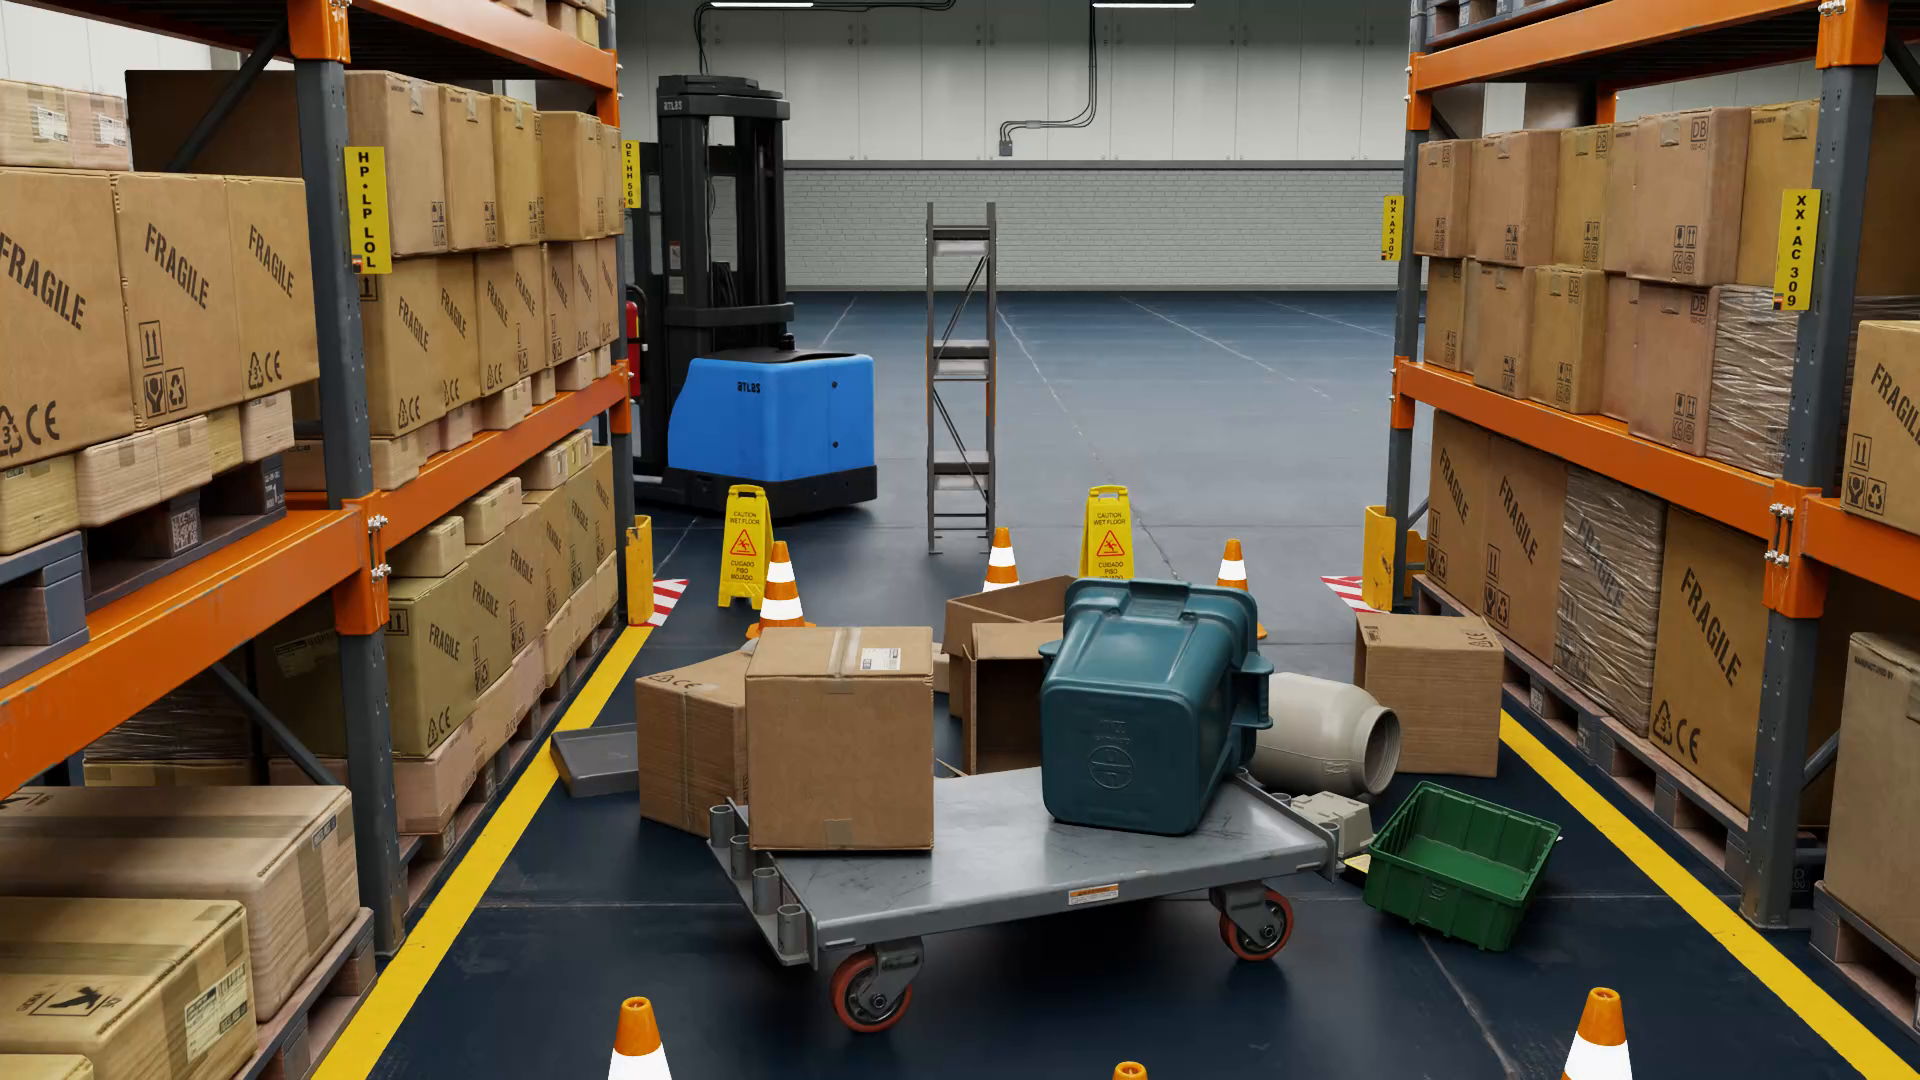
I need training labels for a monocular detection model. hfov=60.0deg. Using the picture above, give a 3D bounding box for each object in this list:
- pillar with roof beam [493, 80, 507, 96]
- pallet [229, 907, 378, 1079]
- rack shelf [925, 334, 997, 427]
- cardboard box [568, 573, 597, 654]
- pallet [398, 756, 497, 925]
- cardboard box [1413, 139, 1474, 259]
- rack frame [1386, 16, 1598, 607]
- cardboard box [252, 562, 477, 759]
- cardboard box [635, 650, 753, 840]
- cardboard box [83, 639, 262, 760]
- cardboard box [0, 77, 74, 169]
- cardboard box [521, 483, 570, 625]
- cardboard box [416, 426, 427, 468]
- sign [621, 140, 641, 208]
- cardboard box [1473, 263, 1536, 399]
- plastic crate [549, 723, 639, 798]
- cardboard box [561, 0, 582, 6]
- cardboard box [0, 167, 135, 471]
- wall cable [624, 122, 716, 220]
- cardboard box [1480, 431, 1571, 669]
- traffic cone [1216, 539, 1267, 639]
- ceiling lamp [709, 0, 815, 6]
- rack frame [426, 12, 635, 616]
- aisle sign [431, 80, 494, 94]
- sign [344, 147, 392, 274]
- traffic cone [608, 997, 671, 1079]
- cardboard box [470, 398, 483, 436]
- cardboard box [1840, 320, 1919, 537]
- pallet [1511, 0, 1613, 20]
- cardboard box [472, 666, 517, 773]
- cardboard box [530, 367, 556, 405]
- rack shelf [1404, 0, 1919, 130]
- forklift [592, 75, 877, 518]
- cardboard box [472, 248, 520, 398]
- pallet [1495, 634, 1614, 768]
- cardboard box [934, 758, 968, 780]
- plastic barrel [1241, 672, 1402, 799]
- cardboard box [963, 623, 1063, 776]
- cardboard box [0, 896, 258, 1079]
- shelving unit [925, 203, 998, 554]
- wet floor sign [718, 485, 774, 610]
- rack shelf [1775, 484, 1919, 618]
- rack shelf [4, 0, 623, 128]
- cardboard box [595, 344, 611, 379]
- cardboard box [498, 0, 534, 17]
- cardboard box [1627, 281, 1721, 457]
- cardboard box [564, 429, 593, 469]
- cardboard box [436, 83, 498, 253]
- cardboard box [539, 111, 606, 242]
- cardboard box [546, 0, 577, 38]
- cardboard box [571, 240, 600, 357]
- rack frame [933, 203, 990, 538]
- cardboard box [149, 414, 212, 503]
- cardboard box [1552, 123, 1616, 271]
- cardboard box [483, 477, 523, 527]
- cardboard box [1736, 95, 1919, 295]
[{"bbox_3d":[-4.229,-8.653,30.577,9.100,9.000,0.400,0,11,-1],"label":"pillar with roof beam"},{"bbox_3d":[-2.087,1.229,3.970,1.003,0.211,1.213,0,11,-1],"label":"pallet"},{"bbox_3d":[0.003,-0.983,10.191,0.431,0.518,0.480,0,11,-1],"label":"rack shelf"},{"bbox_3d":[-1.899,0.317,7.312,0.500,0.250,0.500,0,11,-1],"label":"cardboard box"},{"bbox_3d":[-2.154,0.941,5.390,1.003,0.211,1.213,0,11,-1],"label":"pallet"},{"bbox_3d":[2.728,-1.657,8.087,0.875,0.550,0.550,0,11,-1],"label":"cardboard box"},{"bbox_3d":[2.759,-1.128,8.574,1.000,3.000,0.127,0,11,-1],"label":"rack frame"},{"bbox_3d":[-1.847,0.364,5.196,0.500,0.500,0.500,0,11,2],"label":"cardboard box"},{"bbox_3d":[-0.767,0.713,5.781,0.500,0.500,0.500,9,15,38],"label":"cardboard box"},{"bbox_3d":[-2.385,0.365,5.187,0.500,0.500,0.500,0,11,-2],"label":"cardboard box"},{"bbox_3d":[-1.813,-0.729,2.919,0.380,0.149,0.250,-1,11,-4],"label":"cardboard box"},{"bbox_3d":[-1.893,0.049,6.746,0.500,0.500,0.500,-1,11,-2],"label":"cardboard box"},{"bbox_3d":[-1.848,-0.283,5.042,0.380,0.149,0.250,0,11,0],"label":"cardboard box"},{"bbox_3d":[-1.632,-1.808,8.220,0.100,0.325,0.005,0,11,-1],"label":"sign"},{"bbox_3d":[2.732,-0.907,7.107,0.875,0.550,0.550,0,11,-1],"label":"cardboard box"},{"bbox_3d":[-1.317,0.823,6.301,0.402,0.080,0.583,-4,12,-21],"label":"plastic crate"},{"bbox_3d":[-1.912,-2.429,7.073,0.500,0.250,0.500,0,11,-2],"label":"cardboard box"},{"bbox_3d":[-1.850,-0.401,2.935,0.500,0.500,0.500,0,11,1],"label":"cardboard box"},{"bbox_3d":[-7.395,-8.897,39.590,3.097,2.526,0.112,0,11,-1],"label":"wall cable"},{"bbox_3d":[2.860,0.017,7.218,0.875,0.875,0.875,0,11,-2],"label":"cardboard box"},{"bbox_3d":[1.351,0.227,8.277,0.336,0.463,0.334,0,11,-1],"label":"traffic cone"},{"bbox_3d":[-3.828,-11.940,32.098,2.000,3.185,0.800,0,11,-1],"label":"ceiling lamp"},{"bbox_3d":[-2.187,-1.087,8.375,1.000,3.000,0.127,0,11,-1],"label":"rack frame"},{"bbox_3d":[-2.499,-2.372,8.171,0.394,0.787,0.004,0,11,-1],"label":"aisle sign"},{"bbox_3d":[-1.550,-0.863,4.355,0.100,0.325,0.005,0,11,-1],"label":"sign"},{"bbox_3d":[-0.679,1.192,3.521,0.336,0.463,0.334,0,11,-1],"label":"traffic cone"},{"bbox_3d":[-1.891,-0.438,5.805,0.380,0.149,0.250,0,11,-1],"label":"cardboard box"},{"bbox_3d":[2.584,-0.276,4.124,0.500,0.500,0.500,0,11,-1],"label":"cardboard box"},{"bbox_3d":[2.813,-2.164,6.360,1.003,0.211,1.213,0,11,-1],"label":"pallet"},{"bbox_3d":[-1.869,0.625,5.793,0.500,0.250,0.500,0,11,2],"label":"cardboard box"},{"bbox_3d":[-1.869,-0.637,6.786,0.380,0.149,0.250,0,11,-2],"label":"cardboard box"},{"bbox_3d":[2.801,-1.848,6.388,1.077,0.370,4.000,0,11,-1],"label":"rack shelf"},{"bbox_3d":[-2.037,-1.773,11.925,3.031,2.935,1.130,9,15,39],"label":"forklift"},{"bbox_3d":[-1.866,-0.775,5.836,0.500,0.500,0.500,0,11,-2],"label":"cardboard box"},{"bbox_3d":[2.876,0.639,6.877,1.003,0.211,1.213,0,11,-1],"label":"pallet"},{"bbox_3d":[0.024,0.877,5.569,0.258,0.266,0.396,-10,15,-40],"label":"cardboard box"},{"bbox_3d":[1.285,0.711,5.991,0.512,0.421,0.421,9,15,38],"label":"plastic barrel"},{"bbox_3d":[0.408,0.594,6.024,0.797,0.637,0.503,0,11,-1],"label":"cardboard box"},{"bbox_3d":[-2.073,1.037,3.457,0.950,0.372,0.625,0,11,2],"label":"cardboard box"},{"bbox_3d":[0.003,-0.996,10.188,0.431,2.100,0.503,0,11,-1],"label":"shelving unit"},{"bbox_3d":[-1.122,0.024,8.817,0.267,0.644,0.232,4,12,18],"label":"wet floor sign"},{"bbox_3d":[2.883,0.417,2.767,1.077,0.370,4.000,0,11,-1],"label":"rack shelf"},{"bbox_3d":[-2.146,-1.807,6.188,1.077,0.370,4.000,0,11,-1],"label":"rack shelf"},{"bbox_3d":[-1.850,-0.841,7.792,0.380,0.149,0.250,0,11,-2],"label":"cardboard box"},{"bbox_3d":[-1.824,-2.059,6.254,0.380,0.149,0.250,0,11,-2],"label":"cardboard box"},{"bbox_3d":[2.789,-0.589,5.539,0.875,0.550,0.550,0,11,-1],"label":"cardboard box"},{"bbox_3d":[-1.835,-0.400,7.329,0.380,0.149,0.250,0,11,0],"label":"cardboard box"},{"bbox_3d":[-1.886,-1.167,5.253,0.700,0.500,0.500,0,11,-1],"label":"cardboard box"},{"bbox_3d":[-1.842,-1.470,6.746,0.700,0.500,0.500,0,11,-2],"label":"cardboard box"},{"bbox_3d":[-1.891,-2.262,7.253,0.380,0.149,0.250,0,11,1],"label":"cardboard box"},{"bbox_3d":[-1.895,-1.076,7.318,0.500,0.500,0.500,0,11,-1],"label":"cardboard box"},{"bbox_3d":[-0.002,-1.045,10.427,0.400,2.100,0.015,0,11,-1],"label":"rack frame"},{"bbox_3d":[-1.789,-0.170,3.429,0.380,0.149,0.250,0,11,-2],"label":"cardboard box"},{"bbox_3d":[2.849,-1.331,6.482,0.875,0.550,0.500,0,11,-1],"label":"cardboard box"},{"bbox_3d":[-1.811,-0.135,6.023,0.380,0.149,0.250,0,11,2],"label":"cardboard box"},{"bbox_3d":[2.869,-1.009,4.895,0.875,0.550,0.550,0,11,-1],"label":"cardboard box"}]
